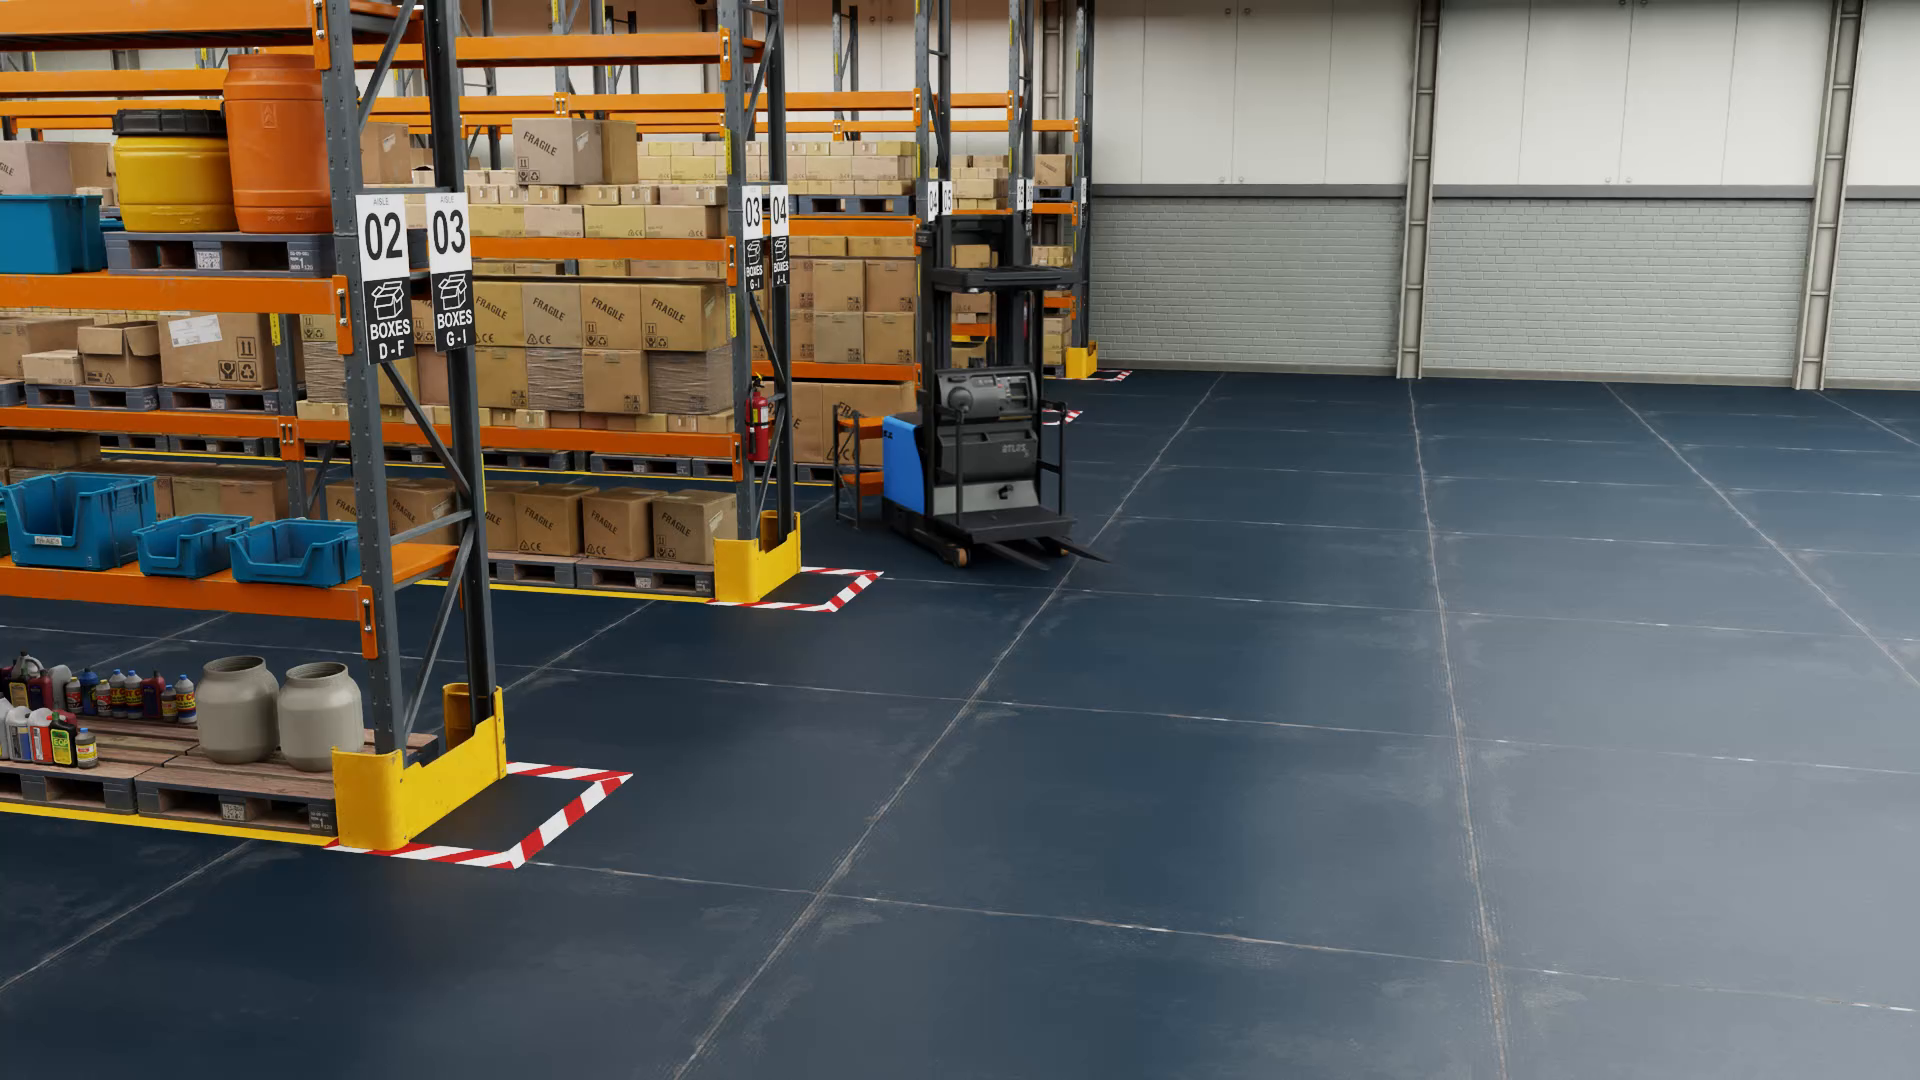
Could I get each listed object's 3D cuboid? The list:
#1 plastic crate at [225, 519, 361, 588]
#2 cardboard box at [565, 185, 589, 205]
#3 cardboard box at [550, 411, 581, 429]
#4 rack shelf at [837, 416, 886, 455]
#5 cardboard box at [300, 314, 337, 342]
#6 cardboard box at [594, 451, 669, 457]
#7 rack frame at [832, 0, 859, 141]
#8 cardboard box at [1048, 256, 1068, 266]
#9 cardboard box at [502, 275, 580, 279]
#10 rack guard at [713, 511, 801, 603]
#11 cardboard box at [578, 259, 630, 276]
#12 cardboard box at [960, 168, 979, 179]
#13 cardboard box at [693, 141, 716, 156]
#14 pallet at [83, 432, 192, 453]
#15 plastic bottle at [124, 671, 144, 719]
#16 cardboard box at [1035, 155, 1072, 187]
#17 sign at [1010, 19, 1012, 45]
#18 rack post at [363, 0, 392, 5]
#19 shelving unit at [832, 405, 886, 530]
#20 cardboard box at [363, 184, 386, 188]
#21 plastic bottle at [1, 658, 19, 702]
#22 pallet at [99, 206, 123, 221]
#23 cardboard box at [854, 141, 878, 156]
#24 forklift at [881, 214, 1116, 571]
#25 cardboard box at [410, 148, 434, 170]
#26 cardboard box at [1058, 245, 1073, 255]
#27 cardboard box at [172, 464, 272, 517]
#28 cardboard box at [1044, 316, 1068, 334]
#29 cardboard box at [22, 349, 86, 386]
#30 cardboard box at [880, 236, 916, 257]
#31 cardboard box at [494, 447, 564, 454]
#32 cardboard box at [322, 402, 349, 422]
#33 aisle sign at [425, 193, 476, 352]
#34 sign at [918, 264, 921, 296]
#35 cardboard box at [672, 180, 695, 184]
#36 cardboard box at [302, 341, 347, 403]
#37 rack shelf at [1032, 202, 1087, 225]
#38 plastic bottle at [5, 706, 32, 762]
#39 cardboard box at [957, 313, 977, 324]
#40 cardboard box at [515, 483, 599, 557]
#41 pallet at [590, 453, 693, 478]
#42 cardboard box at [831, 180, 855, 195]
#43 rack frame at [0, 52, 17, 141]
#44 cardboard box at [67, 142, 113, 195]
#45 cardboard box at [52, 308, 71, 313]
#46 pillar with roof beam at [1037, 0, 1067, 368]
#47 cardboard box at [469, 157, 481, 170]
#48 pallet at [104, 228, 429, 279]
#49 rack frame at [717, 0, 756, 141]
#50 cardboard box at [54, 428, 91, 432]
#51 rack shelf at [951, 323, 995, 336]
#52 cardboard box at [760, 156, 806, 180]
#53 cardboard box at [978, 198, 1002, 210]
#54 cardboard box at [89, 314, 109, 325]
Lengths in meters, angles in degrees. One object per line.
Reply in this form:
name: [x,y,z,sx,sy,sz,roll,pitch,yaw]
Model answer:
plastic crate: [-3.307,0.058,8.405,0.616,0.251,0.499,3,13,14]
cardboard box: [-2.884,-2.704,13.011,0.250,0.149,0.380,3,13,14]
cardboard box: [-3.107,-1.003,13.425,0.250,0.149,0.380,3,13,14]
rack shelf: [-0.640,-1.036,15.971,1.000,0.278,0.538,-7,14,-29]
cardboard box: [-5.070,-1.906,13.688,0.500,0.500,0.500,3,13,14]
cardboard box: [-3.566,-1.458,18.834,0.875,0.875,0.875,3,13,14]
rack frame: [-1.886,-7.357,27.634,0.127,3.000,1.000,3,13,14]
cardboard box: [1.593,-4.545,27.083,0.250,0.149,0.380,3,13,14]
cardboard box: [-3.488,-1.938,13.836,0.500,0.500,0.500,3,13,14]
rack guard: [-1.637,0.124,13.538,0.348,0.500,1.175,3,13,14]
cardboard box: [-3.810,-2.912,18.611,0.550,0.550,0.875,3,13,14]
cardboard box: [0.171,-4.885,22.155,0.250,0.149,0.380,3,13,15]
cardboard box: [-2.652,-4.167,17.719,0.250,0.149,0.380,3,13,13]
pallet: [-9.983,-1.289,20.572,1.213,0.211,1.003,3,13,14]
plastic bottle: [-4.768,0.889,9.603,0.097,0.271,0.097,0,13,0]
cardboard box: [1.509,-5.959,26.829,0.500,0.500,0.500,3,13,15]
sign: [0.659,-6.523,21.353,0.005,0.325,0.100,3,13,14]
rack post: [-3.453,-2.802,8.257,0.954,0.300,0.937,5,13,20]
shelving unit: [-0.640,-0.750,16.035,1.048,1.125,0.538,-7,14,-29]
cardboard box: [-4.671,-2.786,13.384,0.250,0.149,0.380,3,13,14]
plastic bottle: [-5.584,0.835,9.816,0.133,0.283,0.061,4,13,17]
pallet: [-7.028,-2.781,14.366,1.003,0.211,1.213,3,13,14]
cardboard box: [-0.927,-4.075,17.304,0.250,0.149,0.380,3,13,14]
forklift: [0.331,-1.306,14.368,1.130,2.935,3.031,-6,14,-24]
cardboard box: [-6.289,-4.281,19.265,0.500,0.500,0.500,3,13,14]
cardboard box: [1.722,-4.794,27.516,0.250,0.149,0.380,3,13,12]
cardboard box: [-6.496,-0.360,14.702,0.500,0.500,0.700,3,13,13]
cardboard box: [1.475,-3.530,27.304,0.500,0.250,0.500,4,13,15]
cardboard box: [-7.758,-1.504,14.482,0.500,0.250,0.500,3,13,12]
cardboard box: [-0.746,-3.872,22.551,0.500,0.500,0.700,3,13,13]
cardboard box: [-4.784,-1.458,19.121,0.750,0.750,1.050,3,13,13]
cardboard box: [-5.070,-1.087,13.806,0.250,0.149,0.380,3,13,14]
aisle sign: [-2.610,-1.378,8.534,0.004,0.787,0.394,3,13,14]
sign: [-0.420,-2.698,17.265,0.005,0.325,0.100,3,13,14]
cardboard box: [-2.900,-3.791,17.865,0.250,0.149,0.380,3,13,13]
cardboard box: [-5.024,-1.458,13.978,0.500,0.500,0.875,3,13,14]
rack shelf: [0.055,-5.438,27.569,4.000,0.370,1.077,3,13,14]
plastic bottle: [-5.011,1.035,8.934,0.135,0.276,0.152,3,13,12]
cardboard box: [0.125,-3.018,22.509,0.250,0.149,0.380,3,13,13]
cardboard box: [-3.357,-0.174,13.908,0.500,0.500,0.500,4,13,19]
pallet: [-3.440,-0.921,18.913,1.213,0.211,1.003,3,13,14]
cardboard box: [-1.174,-3.698,17.449,0.250,0.149,0.380,3,13,14]
rack frame: [-11.927,-5.682,20.084,0.127,3.000,1.000,3,13,14]
cardboard box: [-7.829,-3.240,14.616,0.500,0.500,0.500,3,13,14]
cardboard box: [-10.637,-2.810,19.915,0.250,0.149,0.380,4,13,16]
pillar with roof beam: [0.506,-6.470,23.635,0.548,9.000,9.100,3,13,14]
cardboard box: [-7.358,-5.299,24.077,0.637,0.503,0.797,2,13,10]
pallet: [-3.529,-1.487,8.537,1.213,0.211,1.003,3,13,14]
rack frame: [-3.072,-6.313,22.928,0.127,3.000,1.000,3,13,14]
cardboard box: [-10.759,-1.617,20.413,0.500,0.500,0.500,4,13,16]
rack shelf: [-1.130,-2.929,23.188,4.000,0.370,1.077,3,13,14]
cardboard box: [-1.791,-3.940,17.616,0.500,0.250,0.500,3,13,13]
cardboard box: [0.398,-4.478,22.163,0.250,0.149,0.380,3,13,14]
cardboard box: [-10.142,-2.638,19.825,0.250,0.149,0.380,2,13,11]
